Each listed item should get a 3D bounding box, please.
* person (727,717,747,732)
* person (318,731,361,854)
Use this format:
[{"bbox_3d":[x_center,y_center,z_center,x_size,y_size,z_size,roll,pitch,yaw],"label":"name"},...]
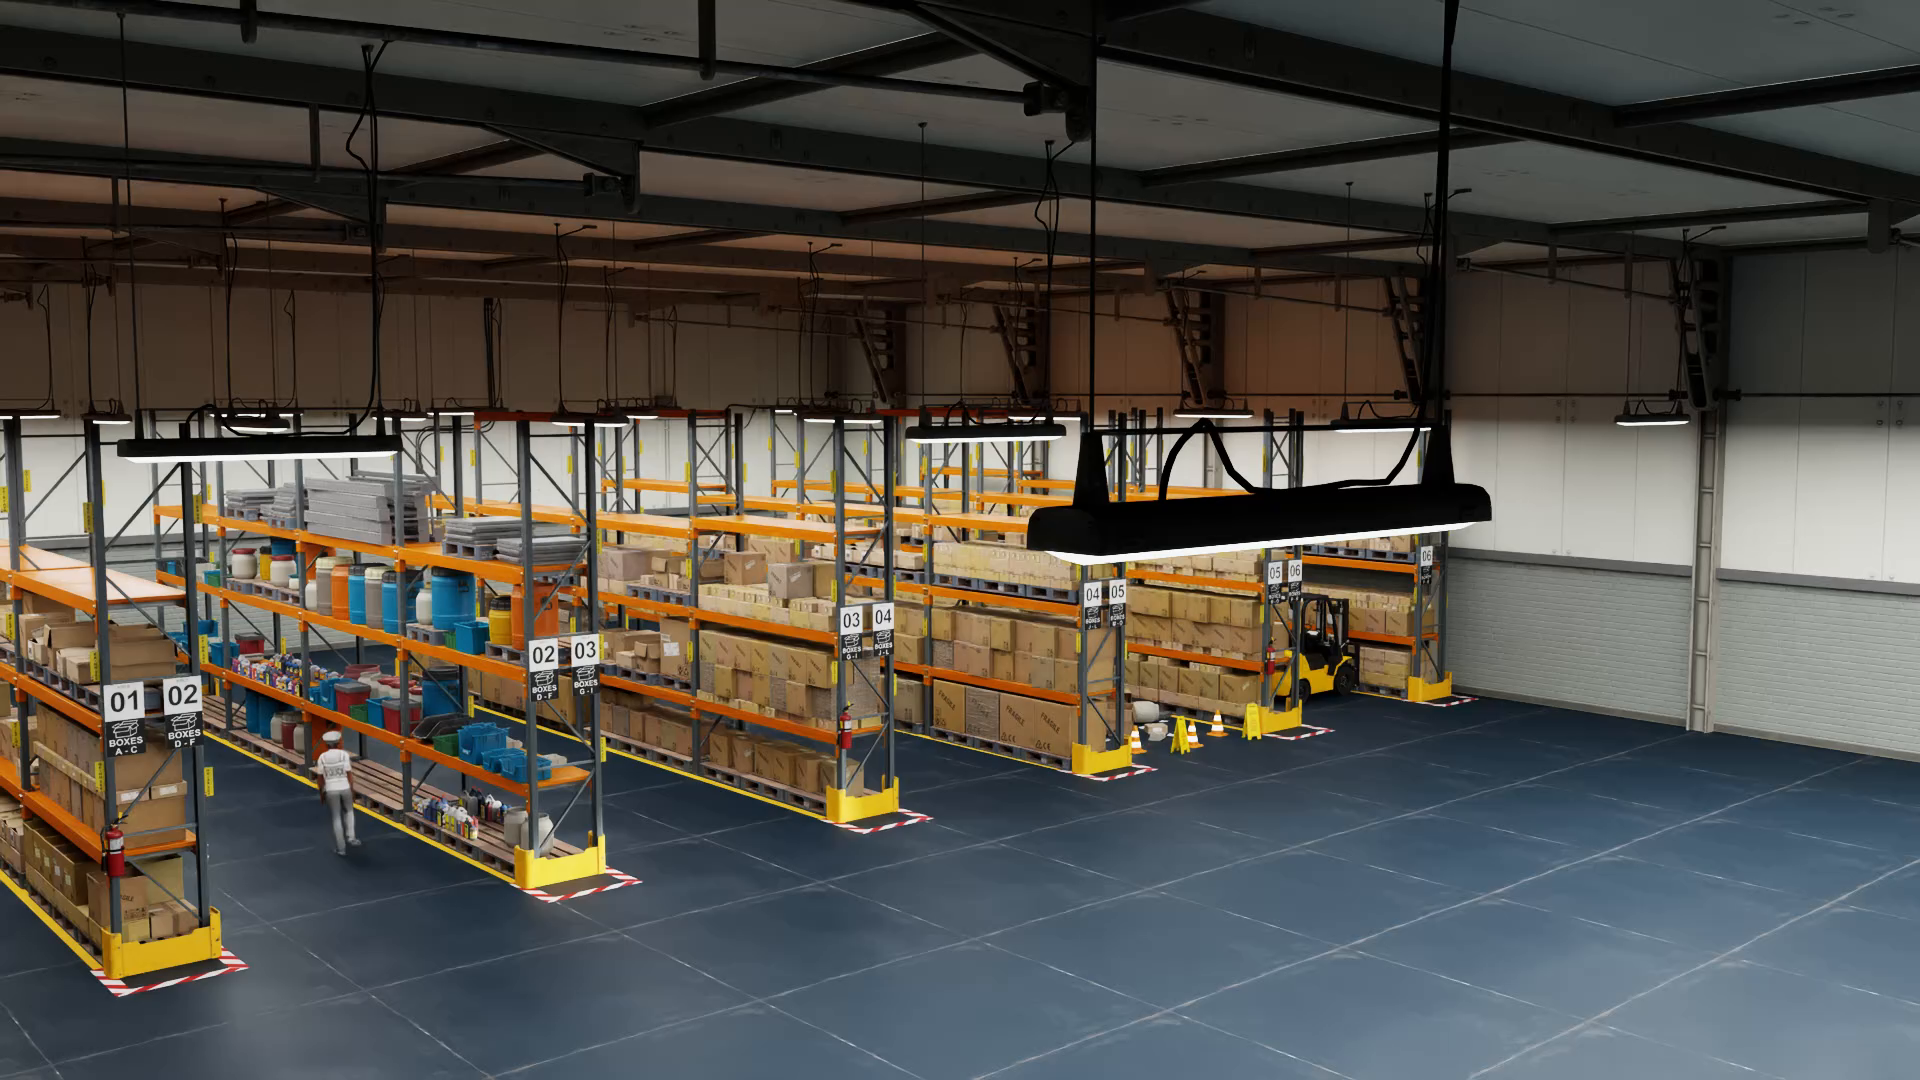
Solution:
[{"bbox_3d":[-4.086,2.751,30.903,0.680,1.814,0.570,2,5,24],"label":"person"},{"bbox_3d":[-8.558,3.480,22.914,0.506,1.668,0.484,-3,6,-33],"label":"person"}]
